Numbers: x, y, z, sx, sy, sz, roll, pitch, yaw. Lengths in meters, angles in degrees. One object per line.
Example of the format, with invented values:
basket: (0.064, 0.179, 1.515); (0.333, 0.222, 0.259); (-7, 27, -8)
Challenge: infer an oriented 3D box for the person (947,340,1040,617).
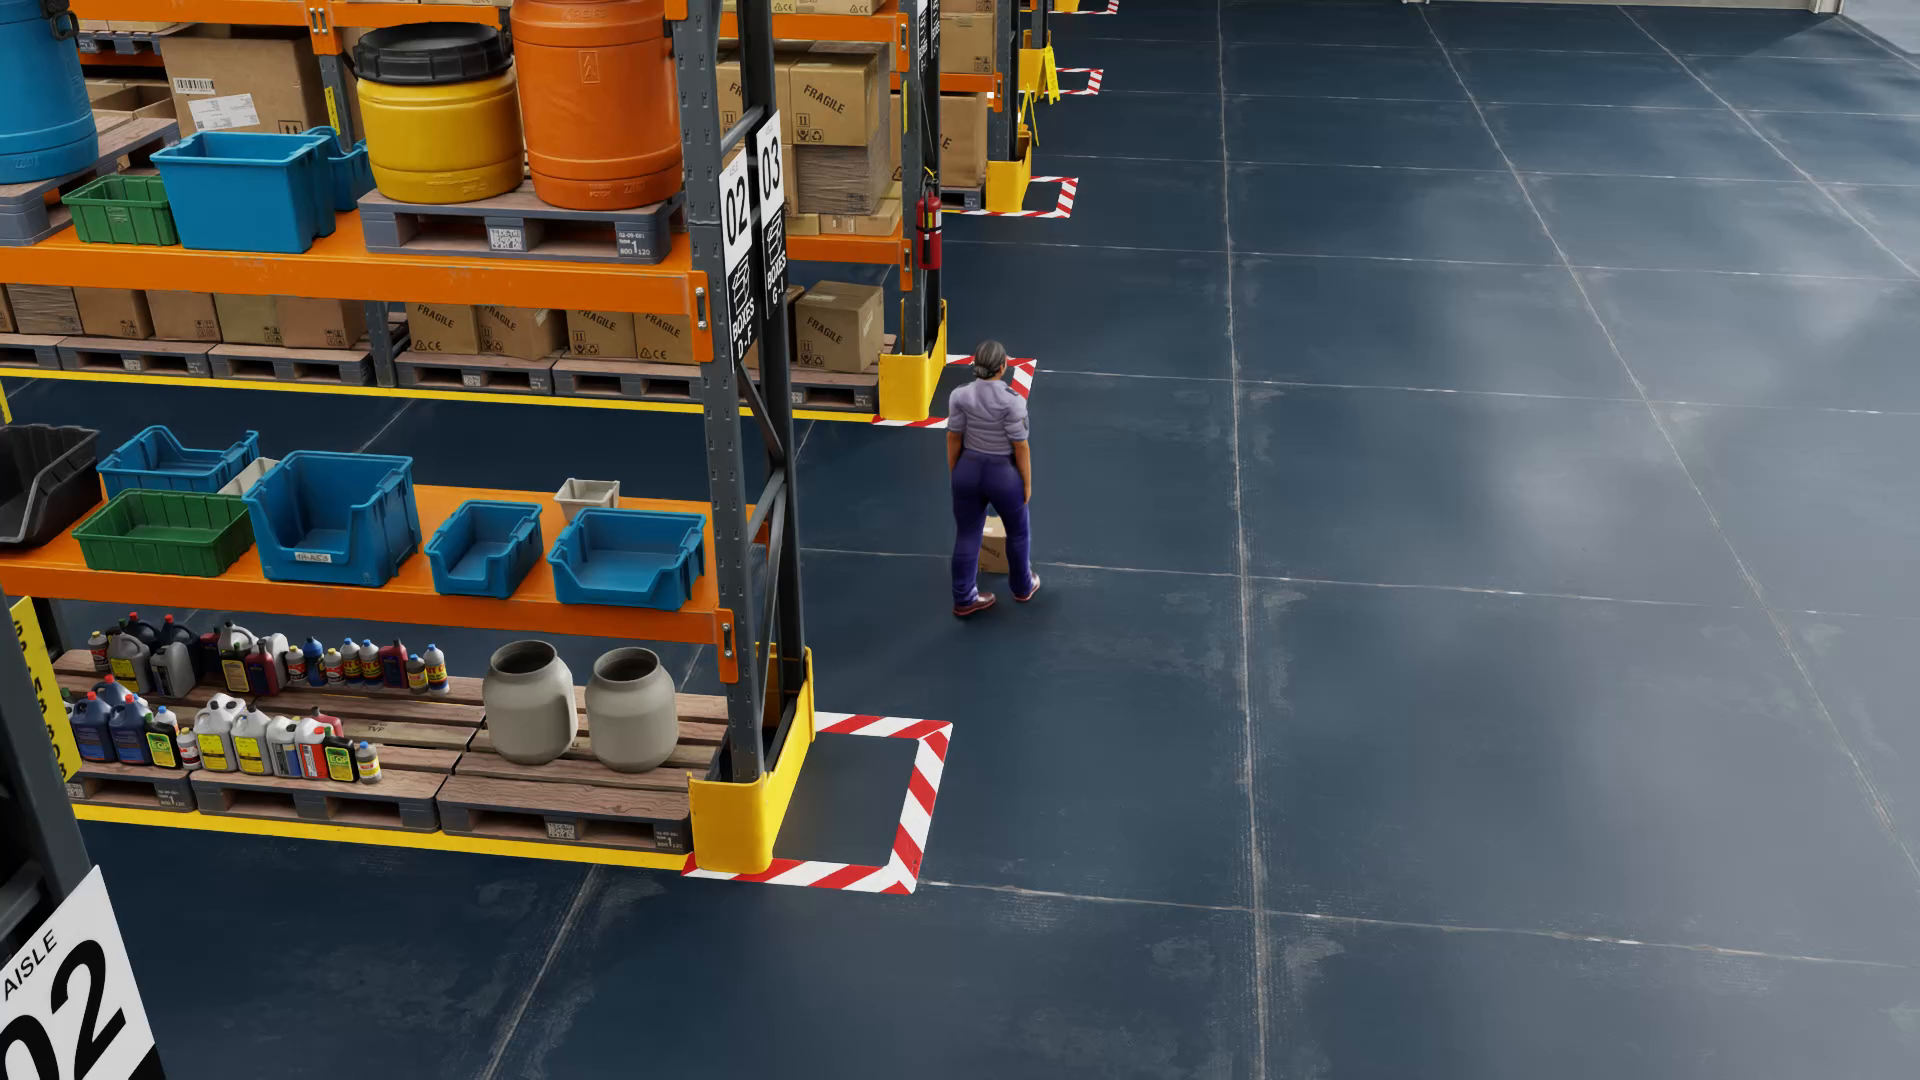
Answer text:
person: (0.197, -0.381, 9.332); (0.479, 1.643, 0.572); (10, 30, 18)
